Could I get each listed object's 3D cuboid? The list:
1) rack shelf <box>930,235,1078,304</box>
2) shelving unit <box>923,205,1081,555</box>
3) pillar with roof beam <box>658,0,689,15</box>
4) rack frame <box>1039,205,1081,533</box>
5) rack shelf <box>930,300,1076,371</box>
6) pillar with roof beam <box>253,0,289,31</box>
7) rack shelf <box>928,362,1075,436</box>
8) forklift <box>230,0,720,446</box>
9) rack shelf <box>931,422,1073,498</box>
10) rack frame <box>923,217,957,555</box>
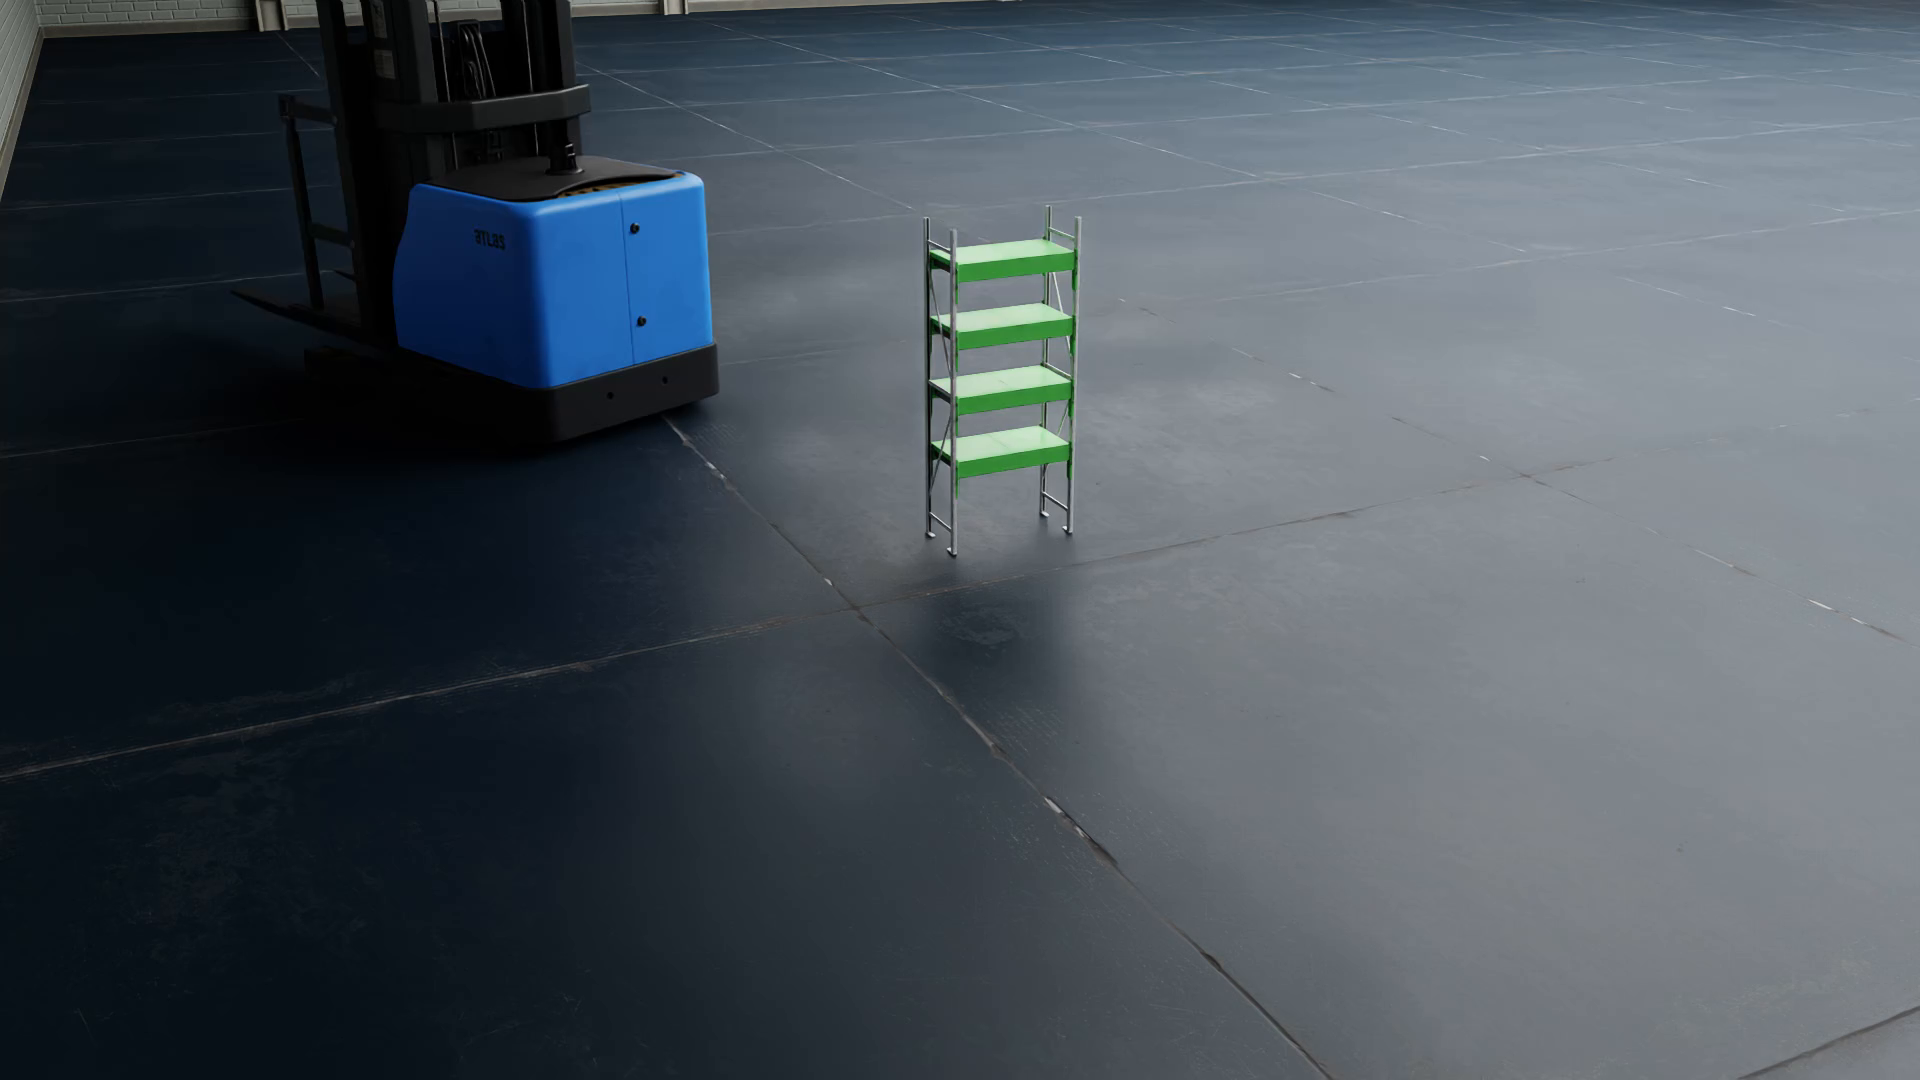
[{"bbox_3d":[0.149,-0.966,5.928,0.480,0.148,0.258,-10,25,-24],"label":"rack shelf"},{"bbox_3d":[0.149,-0.582,6.087,0.503,1.200,0.258,-10,25,-24],"label":"shelving unit"},{"bbox_3d":[-2.704,-11.081,21.254,0.400,9.000,9.100,-10,25,-24],"label":"pillar with roof beam"},{"bbox_3d":[0.369,-0.622,6.185,0.015,1.200,0.240,-10,25,-24],"label":"rack frame"},{"bbox_3d":[0.149,-0.745,6.019,0.480,0.148,0.258,-10,25,-24],"label":"rack shelf"},{"bbox_3d":[-8.111,-10.086,18.850,0.400,9.000,9.100,-10,25,-24],"label":"pillar with roof beam"},{"bbox_3d":[0.149,-0.523,6.111,0.480,0.148,0.258,-10,25,-24],"label":"rack shelf"},{"bbox_3d":[-2.559,-2.209,7.754,3.031,2.935,1.130,18,29,37],"label":"forklift"},{"bbox_3d":[0.149,-0.301,6.203,0.480,0.148,0.258,-10,25,-24],"label":"rack shelf"},{"bbox_3d":[-0.071,-0.541,5.989,0.015,1.200,0.240,-10,25,-24],"label":"rack frame"}]
